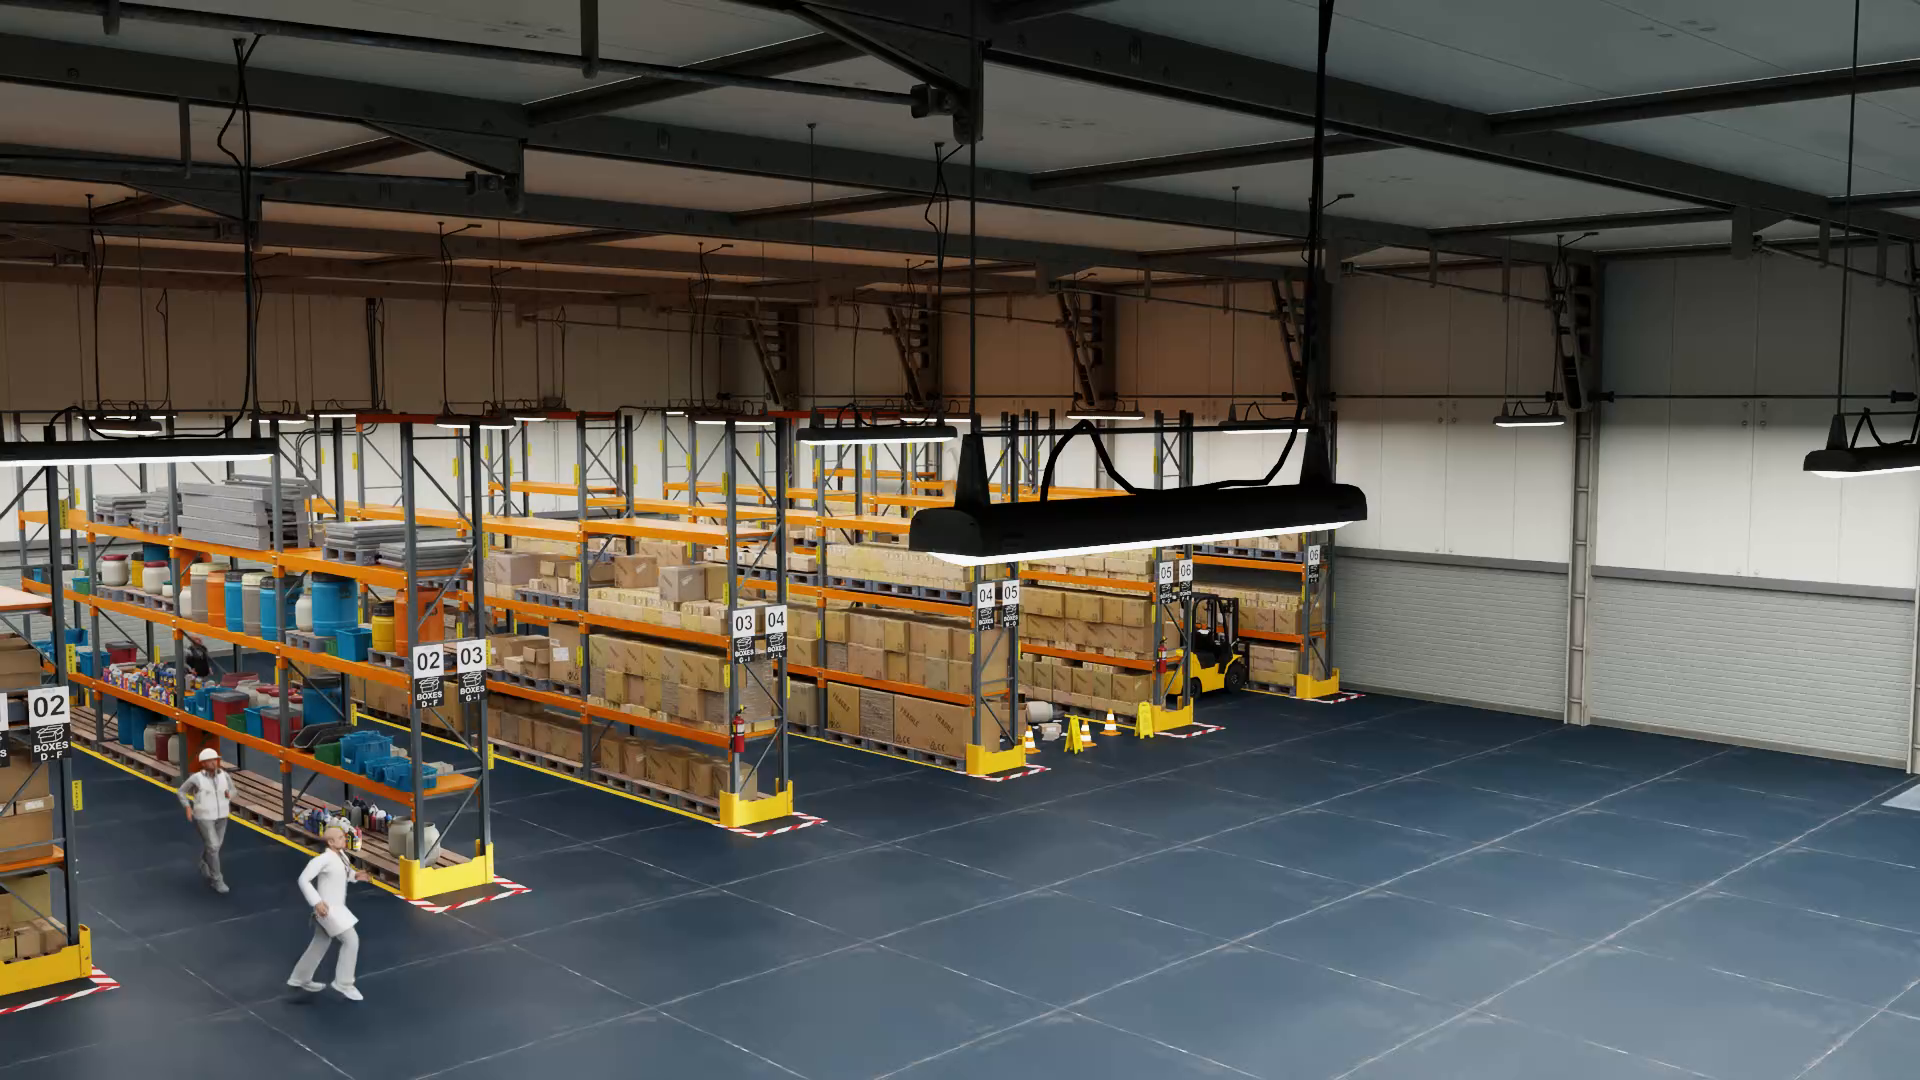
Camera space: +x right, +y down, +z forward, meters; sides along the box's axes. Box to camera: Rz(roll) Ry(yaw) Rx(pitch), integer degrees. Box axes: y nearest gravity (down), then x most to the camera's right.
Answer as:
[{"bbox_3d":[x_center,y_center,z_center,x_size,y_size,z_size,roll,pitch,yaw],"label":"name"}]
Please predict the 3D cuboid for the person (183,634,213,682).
[{"bbox_3d":[-14.979,2.673,32.589,0.798,1.696,0.654,3,6,34],"label":"person"}]

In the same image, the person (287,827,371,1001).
[{"bbox_3d":[-6.653,4.026,17.520,0.865,1.643,0.694,-1,5,-12],"label":"person"}]

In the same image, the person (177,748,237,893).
[{"bbox_3d":[-9.616,3.564,21.365,0.904,1.785,0.645,4,6,36],"label":"person"}]
